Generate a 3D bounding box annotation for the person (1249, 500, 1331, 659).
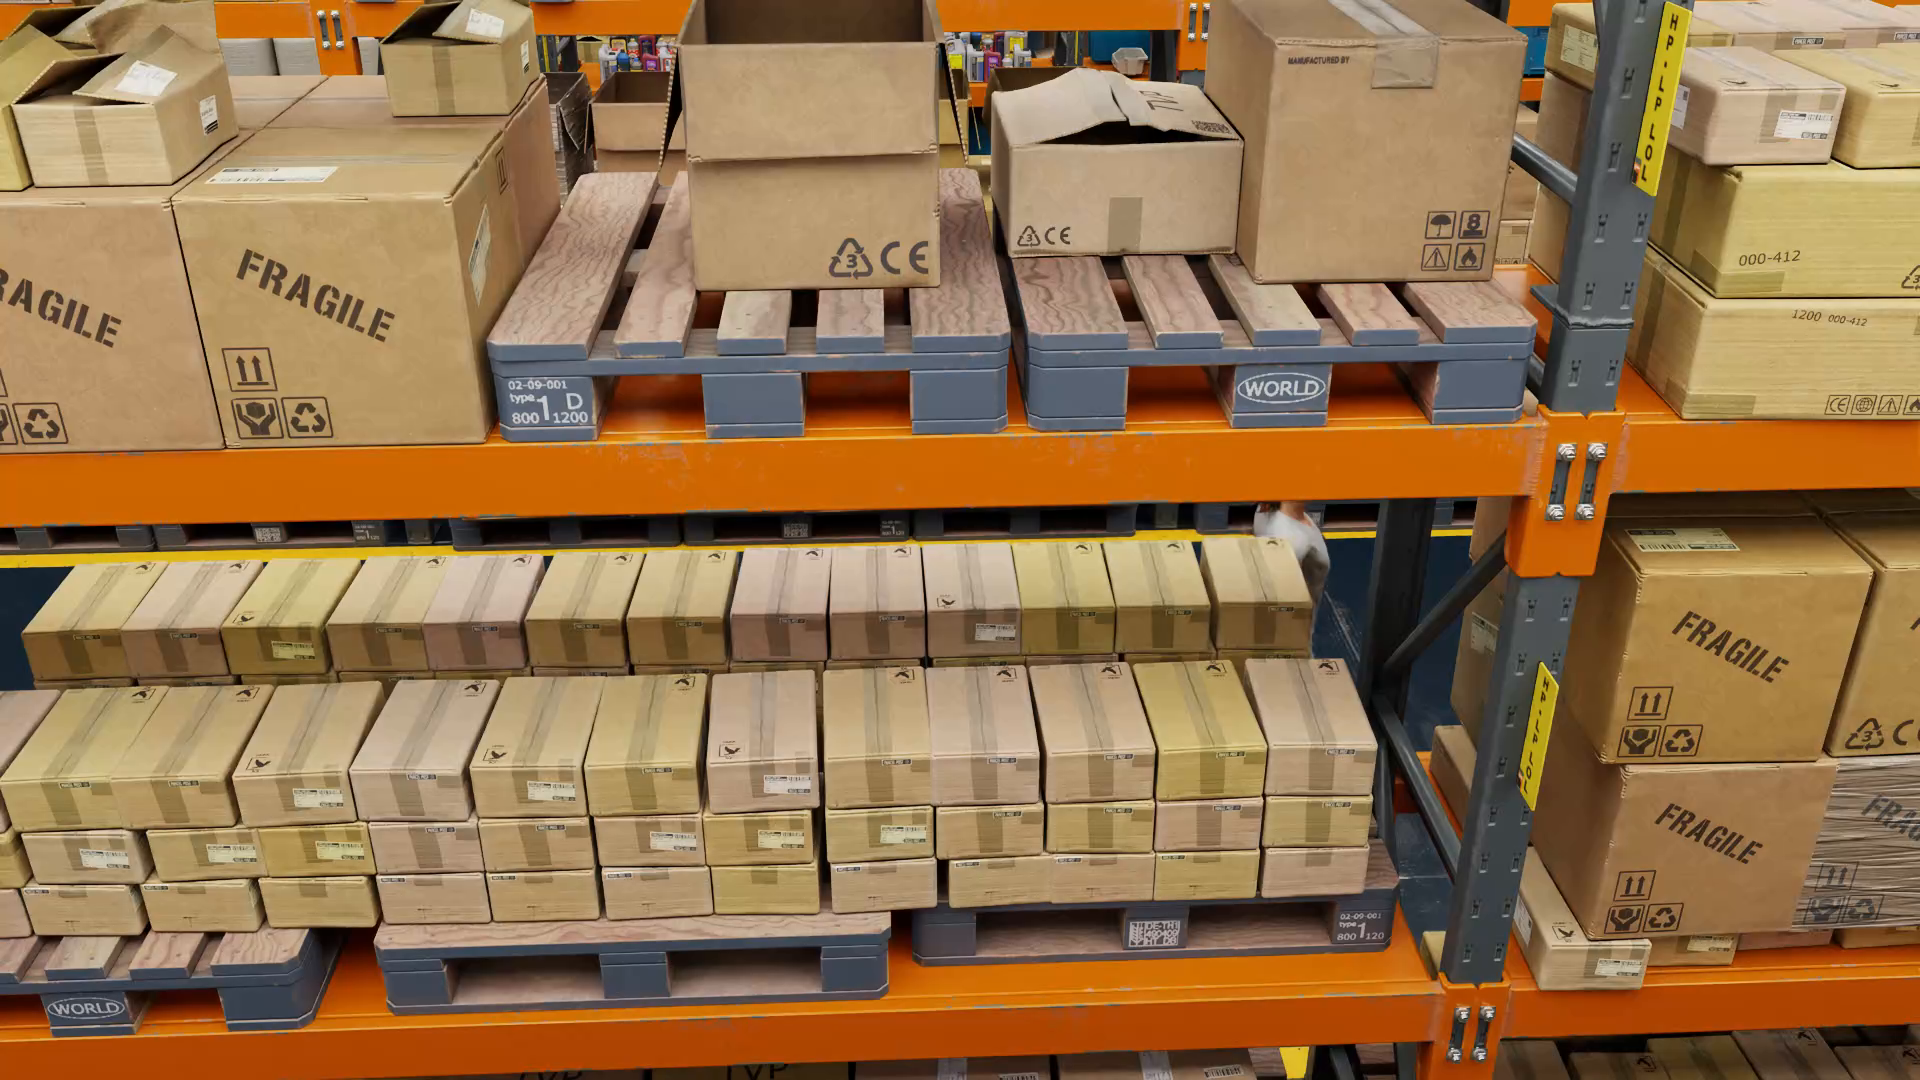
[{"bbox_3d":[1.158,0.373,6.385,0.752,1.651,0.438,-1,28,-1],"label":"person"}]
